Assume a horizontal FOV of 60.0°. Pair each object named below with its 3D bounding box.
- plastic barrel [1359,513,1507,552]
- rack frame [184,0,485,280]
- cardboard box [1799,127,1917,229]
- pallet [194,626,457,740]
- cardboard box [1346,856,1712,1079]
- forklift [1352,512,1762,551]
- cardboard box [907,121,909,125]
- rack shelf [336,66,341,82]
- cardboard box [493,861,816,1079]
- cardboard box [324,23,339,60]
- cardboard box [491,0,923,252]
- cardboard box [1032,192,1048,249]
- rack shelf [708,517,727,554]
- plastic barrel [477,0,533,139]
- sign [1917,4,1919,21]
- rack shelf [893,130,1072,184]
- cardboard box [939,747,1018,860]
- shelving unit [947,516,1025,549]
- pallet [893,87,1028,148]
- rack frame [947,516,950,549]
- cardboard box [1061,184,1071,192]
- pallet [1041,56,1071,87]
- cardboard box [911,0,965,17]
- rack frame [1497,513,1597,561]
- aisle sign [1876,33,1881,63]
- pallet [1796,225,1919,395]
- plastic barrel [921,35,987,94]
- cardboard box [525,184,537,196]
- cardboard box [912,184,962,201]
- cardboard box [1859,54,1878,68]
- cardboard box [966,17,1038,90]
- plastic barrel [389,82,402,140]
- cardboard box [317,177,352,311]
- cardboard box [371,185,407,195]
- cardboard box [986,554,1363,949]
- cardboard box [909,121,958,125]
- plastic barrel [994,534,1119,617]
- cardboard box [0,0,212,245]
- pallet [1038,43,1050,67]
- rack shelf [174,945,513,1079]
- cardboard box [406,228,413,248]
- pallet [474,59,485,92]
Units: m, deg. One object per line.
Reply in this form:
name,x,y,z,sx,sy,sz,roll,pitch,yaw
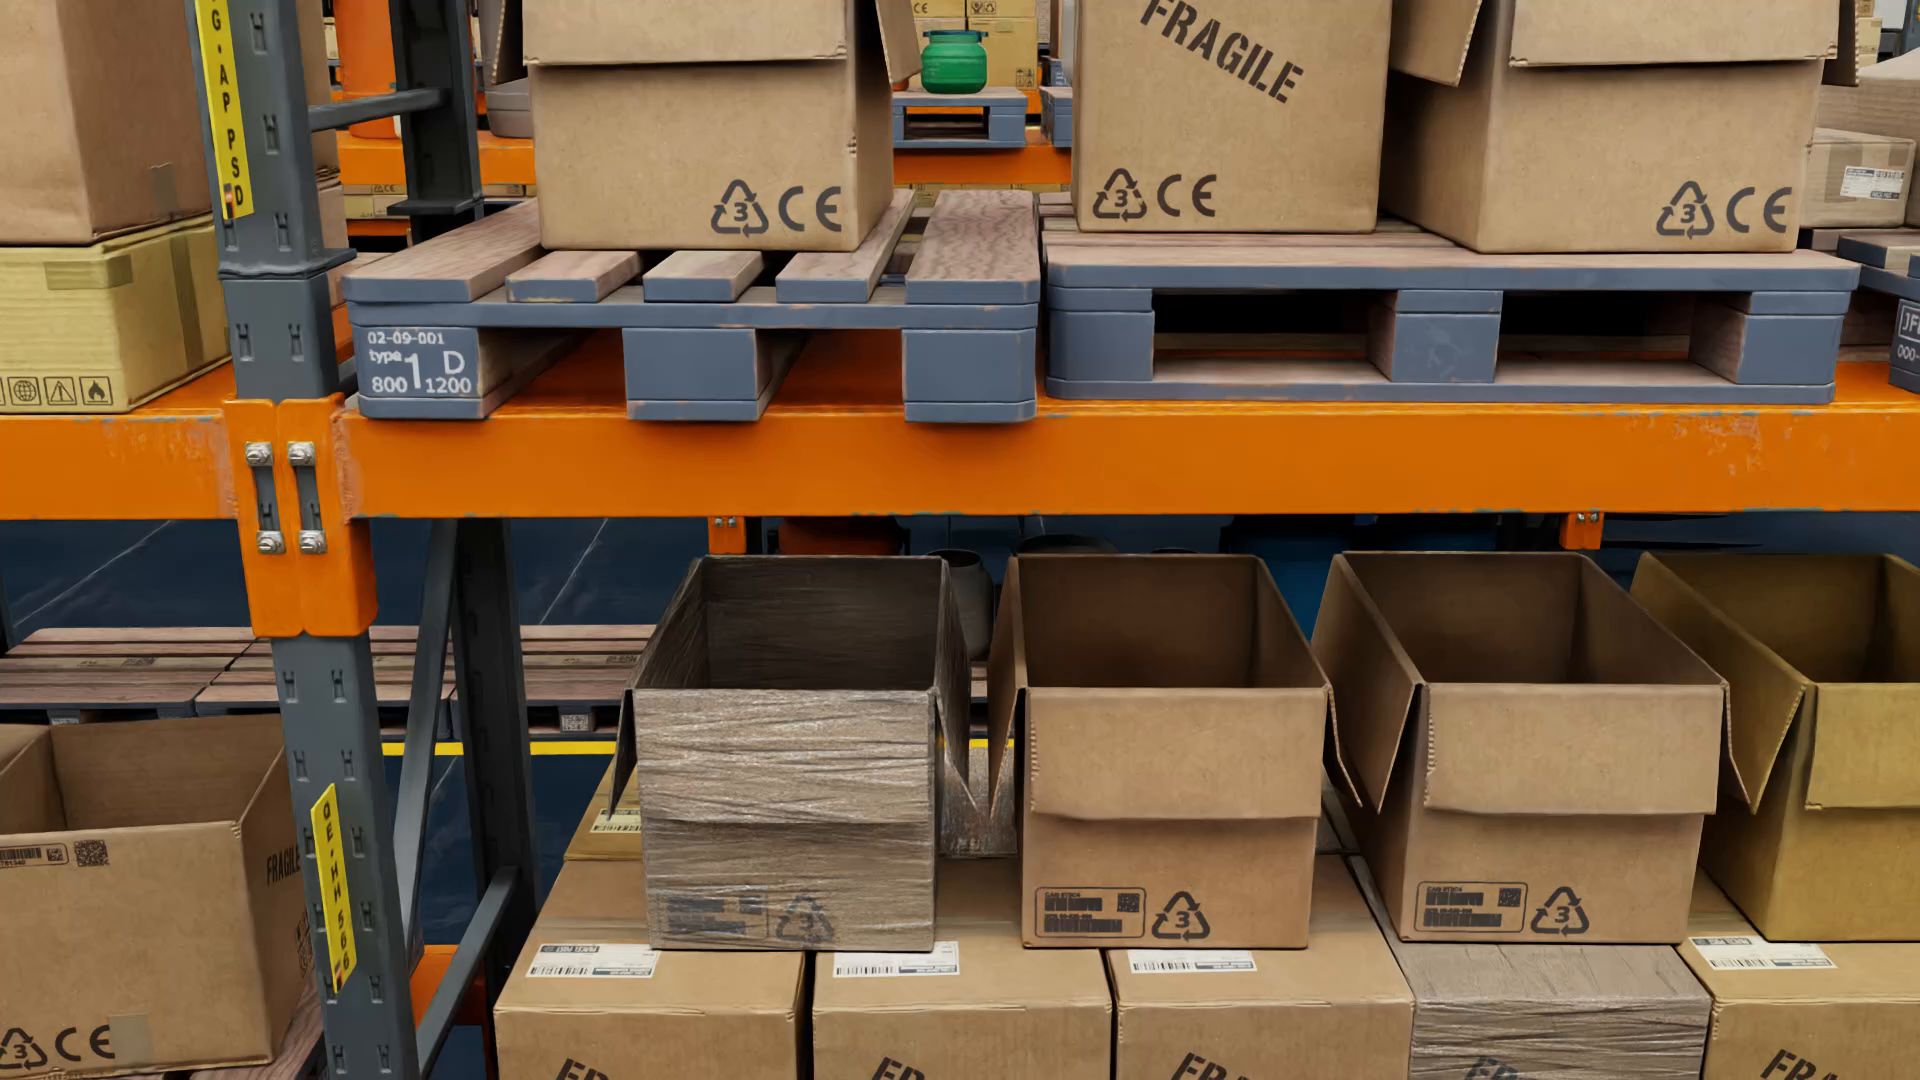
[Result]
plastic barrel,2.365,0.166,8.367,0.708,0.901,0.600,0,18,-1
rack frame,-1.012,-1.955,2.410,0.127,3.000,1.000,0,18,-1
cardboard box,1.497,-0.665,3.023,0.250,0.149,0.380,-1,18,-3
pallet,-3.082,0.713,8.478,1.213,0.211,1.003,0,18,-1
cardboard box,1.006,0.926,3.086,0.500,0.500,0.500,0,18,-1
forklift,3.461,-1.300,10.301,3.031,2.935,1.130,2,18,5
cardboard box,-0.797,-4.274,17.550,0.500,0.250,0.500,0,18,1
rack shelf,-7.246,-4.694,17.036,4.000,0.370,1.077,0,18,-1
cardboard box,-0.521,0.935,3.060,0.500,0.500,0.500,0,18,1
cardboard box,-4.548,-3.662,12.199,0.500,0.250,0.500,2,18,5
cardboard box,-0.403,-0.801,2.866,0.637,0.503,0.797,1,18,2
cardboard box,0.381,-2.355,12.628,0.500,0.500,0.700,3,18,10
rack shelf,-3.090,-0.259,8.122,4.000,0.370,1.077,0,18,-1
plastic barrel,-1.914,-2.341,7.702,0.600,0.901,0.600,0,18,0
sign,6.823,-3.843,11.756,0.005,0.325,0.100,0,18,-1
rack shelf,0.910,-1.707,7.724,4.000,0.370,1.077,0,18,-1
cardboard box,-0.024,0.775,3.557,0.500,0.500,0.500,0,18,-1
shelving unit,0.166,-1.001,10.729,0.503,2.100,0.431,0,18,-1
pallet,-0.324,-1.923,7.531,1.213,0.211,1.003,0,18,-1
rack frame,-0.078,-0.999,10.726,0.015,2.100,0.400,0,18,-1
cardboard box,1.283,-3.771,17.208,0.500,0.500,0.500,0,18,-1
pallet,1.145,-3.495,12.427,1.003,0.211,1.213,0,18,-1
cardboard box,-0.218,-4.079,12.140,0.500,0.500,0.500,0,18,-1
rack frame,2.910,-0.631,8.102,0.127,3.000,1.000,0,18,-1
aisle sign,6.898,-3.491,12.762,0.004,0.787,0.394,0,18,-1
pallet,2.072,-0.435,2.897,1.217,0.209,0.805,-1,18,-3
plastic barrel,-0.027,-2.100,7.341,0.294,0.245,0.294,0,18,0
cardboard box,-4.177,-3.867,17.309,0.500,0.500,0.700,2,18,5
cardboard box,-0.233,-3.760,17.174,0.500,0.500,0.500,0,18,1
cardboard box,6.325,-3.437,12.185,0.500,0.250,0.500,0,18,-1
cardboard box,0.301,-3.617,12.339,0.500,0.500,0.910,0,18,-1
plastic barrel,-2.358,-1.896,7.364,0.301,0.262,0.301,0,18,0
cardboard box,-1.486,-0.531,3.127,0.500,0.250,0.500,0,18,0
cardboard box,-5.714,-3.816,17.018,0.500,0.500,0.500,0,18,-1
cardboard box,0.371,0.375,3.161,0.637,0.503,0.797,0,18,0
cardboard box,-0.279,-4.276,17.554,0.500,0.250,0.500,-1,18,-3
plastic barrel,0.528,0.324,8.387,0.708,0.588,0.600,0,18,-1
cardboard box,-1.485,-0.734,2.531,0.500,0.500,0.500,0,18,1
pallet,0.515,-5.001,17.125,1.213,0.211,1.003,1,18,2
rack shelf,-3.011,1.254,3.406,4.000,0.370,1.077,0,18,-1
cardboard box,-3.869,-2.154,12.687,0.500,0.500,0.500,1,18,3
pallet,-2.960,-3.426,12.214,1.213,0.211,1.003,1,18,2
